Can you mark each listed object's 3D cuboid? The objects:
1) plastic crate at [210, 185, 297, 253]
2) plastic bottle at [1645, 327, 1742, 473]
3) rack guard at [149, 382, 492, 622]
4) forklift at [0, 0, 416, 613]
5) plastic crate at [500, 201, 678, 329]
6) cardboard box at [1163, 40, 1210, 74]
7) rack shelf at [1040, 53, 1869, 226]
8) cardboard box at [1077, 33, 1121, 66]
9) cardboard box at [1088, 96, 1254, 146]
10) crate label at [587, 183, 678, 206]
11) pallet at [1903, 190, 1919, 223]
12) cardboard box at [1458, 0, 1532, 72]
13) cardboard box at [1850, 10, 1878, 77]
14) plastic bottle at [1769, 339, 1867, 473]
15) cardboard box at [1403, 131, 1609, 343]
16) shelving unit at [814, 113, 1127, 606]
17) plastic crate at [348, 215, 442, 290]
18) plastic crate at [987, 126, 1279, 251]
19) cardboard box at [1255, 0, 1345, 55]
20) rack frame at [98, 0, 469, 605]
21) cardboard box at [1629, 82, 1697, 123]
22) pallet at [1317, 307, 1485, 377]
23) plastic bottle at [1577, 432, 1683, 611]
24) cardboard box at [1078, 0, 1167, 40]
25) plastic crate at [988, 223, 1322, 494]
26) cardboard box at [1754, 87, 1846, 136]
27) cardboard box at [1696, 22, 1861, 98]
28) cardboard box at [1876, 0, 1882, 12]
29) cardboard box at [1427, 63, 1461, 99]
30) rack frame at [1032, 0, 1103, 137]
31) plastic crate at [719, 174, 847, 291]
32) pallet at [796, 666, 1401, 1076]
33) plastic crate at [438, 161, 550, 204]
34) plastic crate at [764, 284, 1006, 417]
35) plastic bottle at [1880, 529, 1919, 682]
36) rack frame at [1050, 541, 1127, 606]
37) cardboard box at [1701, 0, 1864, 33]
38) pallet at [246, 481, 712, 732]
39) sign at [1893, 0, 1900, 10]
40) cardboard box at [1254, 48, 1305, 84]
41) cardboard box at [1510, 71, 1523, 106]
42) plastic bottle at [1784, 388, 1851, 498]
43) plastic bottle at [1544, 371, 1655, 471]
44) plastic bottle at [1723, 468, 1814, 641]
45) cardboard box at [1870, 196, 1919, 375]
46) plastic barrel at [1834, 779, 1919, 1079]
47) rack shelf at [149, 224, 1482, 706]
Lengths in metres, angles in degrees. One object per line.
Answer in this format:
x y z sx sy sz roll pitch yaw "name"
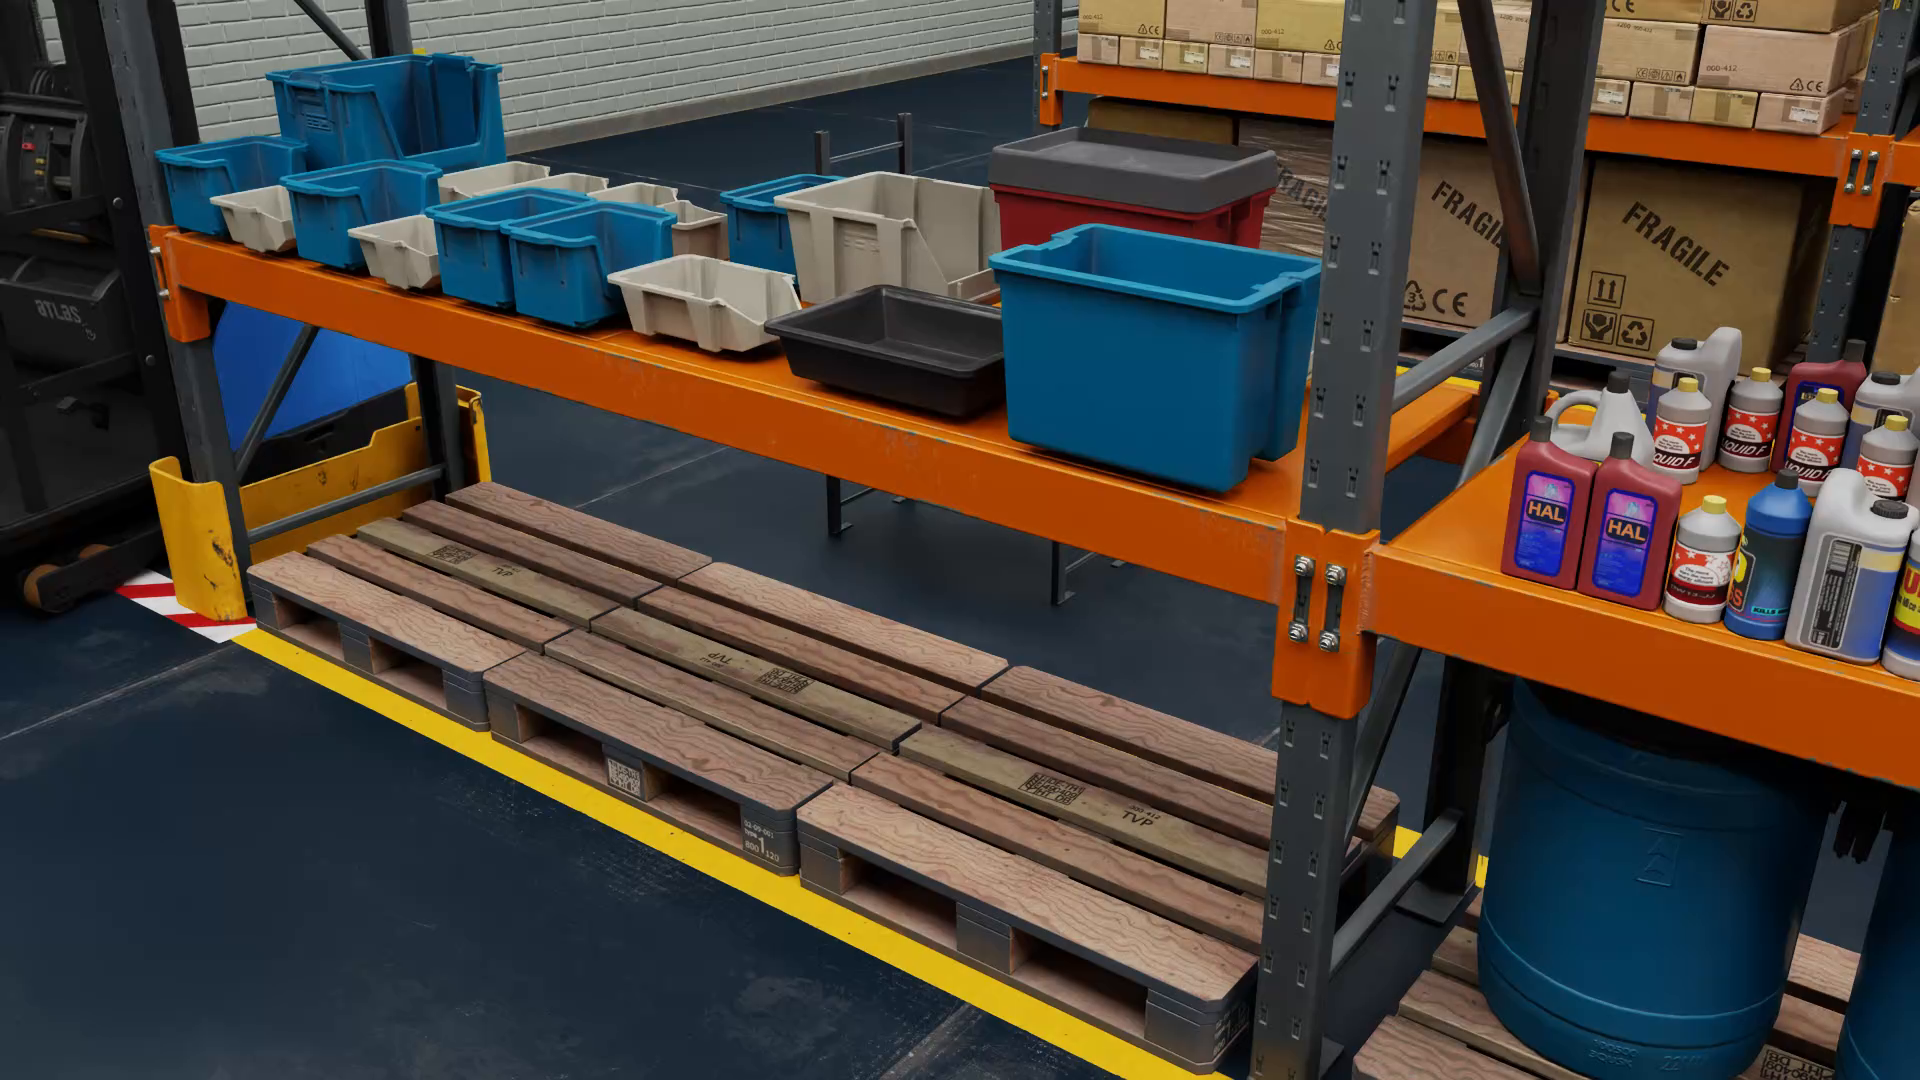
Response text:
-2.026 -0.949 4.936 0.298 0.136 0.250 17 29 33 "plastic crate"
1.476 -0.297 3.358 0.135 0.276 0.152 17 29 33 "plastic bottle"
-2.261 -0.170 6.015 0.348 0.500 1.175 17 29 33 "rack guard"
-3.414 -1.295 5.554 1.130 2.935 3.031 12 26 25 "forklift"
-0.940 -0.706 4.265 0.300 0.233 0.416 17 29 33 "plastic crate"
1.234 -2.479 8.469 0.250 0.149 0.380 16 28 32 "cardboard box"
2.337 -2.097 8.182 4.000 0.370 1.077 17 29 33 "rack shelf"
0.823 -2.603 8.749 0.250 0.149 0.380 17 29 34 "cardboard box"
1.297 -2.001 9.186 0.875 0.875 0.875 17 29 33 "cardboard box"
-1.012 -0.946 4.929 0.243 0.136 0.396 17 29 33 "crate label"
6.435 -2.394 11.421 1.213 0.211 1.003 17 29 33 "pallet"
2.603 -2.280 7.522 0.500 0.250 0.500 18 29 34 "cardboard box"
3.719 -2.208 7.359 0.500 0.250 0.500 16 29 32 "cardboard box"
1.689 -0.259 3.263 0.133 0.283 0.061 17 29 33 "plastic bottle"
2.737 -1.566 8.198 0.875 0.875 0.875 17 29 33 "cardboard box"
0.068 -0.666 5.901 1.048 1.500 0.538 17 29 33 "shelving unit"
-1.484 -0.785 4.563 0.298 0.136 0.250 17 29 33 "plastic crate"
0.403 -0.698 3.961 0.583 0.464 0.402 17 29 33 "plastic crate"
1.779 -2.528 8.085 0.500 0.250 0.500 16 28 32 "cardboard box"
-2.234 -1.312 5.508 0.127 3.000 1.000 17 29 33 "rack frame"
3.086 -1.920 7.200 0.250 0.149 0.380 16 29 32 "cardboard box"
2.396 -1.171 8.645 1.213 0.211 1.003 17 29 33 "pallet"
1.111 -0.033 2.749 0.133 0.283 0.061 17 29 33 "plastic bottle"
0.959 -2.774 8.644 0.500 0.250 0.500 16 28 32 "cardboard box"
0.389 -0.368 3.310 0.575 0.384 0.392 17 29 33 "plastic crate"
3.497 -1.796 6.917 0.250 0.149 0.380 17 29 34 "cardboard box"
3.427 -2.032 6.960 0.500 0.250 0.500 16 29 32 "cardboard box"
6.010 -3.593 10.996 0.250 0.149 0.380 16 28 32 "cardboard box"
2.266 -2.168 7.763 0.250 0.149 0.380 17 29 34 "cardboard box"
0.737 -2.910 9.135 0.127 3.000 1.000 17 29 33 "rack frame"
-0.436 -0.849 4.590 0.300 0.233 0.416 17 29 33 "plastic crate"
0.355 0.766 4.250 1.213 0.211 1.003 17 29 33 "pallet"
-1.472 -1.080 5.234 0.243 0.136 0.396 17 29 33 "plastic crate"
-0.090 -0.430 3.773 0.590 0.125 0.437 17 29 33 "plastic crate"
1.478 0.074 2.521 0.097 0.271 0.097 0 24 0 "plastic bottle"
0.475 -0.543 5.622 0.032 1.500 0.500 17 29 33 "rack frame"
3.409 -2.378 6.815 0.500 0.500 0.500 18 29 35 "cardboard box"
-1.597 0.176 5.589 1.213 0.211 1.003 17 29 33 "pallet"
3.606 -2.196 6.342 0.005 0.325 0.100 17 29 33 "sign"
1.646 -2.355 8.186 0.250 0.149 0.380 16 28 32 "cardboard box"
2.673 -2.045 7.482 0.250 0.149 0.380 17 29 34 "cardboard box"
1.656 -0.192 3.212 0.097 0.201 0.097 0 24 0 "plastic bottle"
1.087 -0.123 2.870 0.185 0.351 0.144 17 29 33 "plastic bottle"
1.293 0.018 2.648 0.097 0.271 0.097 0 24 0 "plastic bottle"
4.462 -1.014 6.946 0.875 0.875 1.225 17 29 33 "cardboard box"
1.959 0.732 2.951 0.708 0.901 0.600 17 29 33 "plastic barrel"
-0.633 -0.499 4.555 4.000 0.370 1.077 17 29 33 "rack shelf"
